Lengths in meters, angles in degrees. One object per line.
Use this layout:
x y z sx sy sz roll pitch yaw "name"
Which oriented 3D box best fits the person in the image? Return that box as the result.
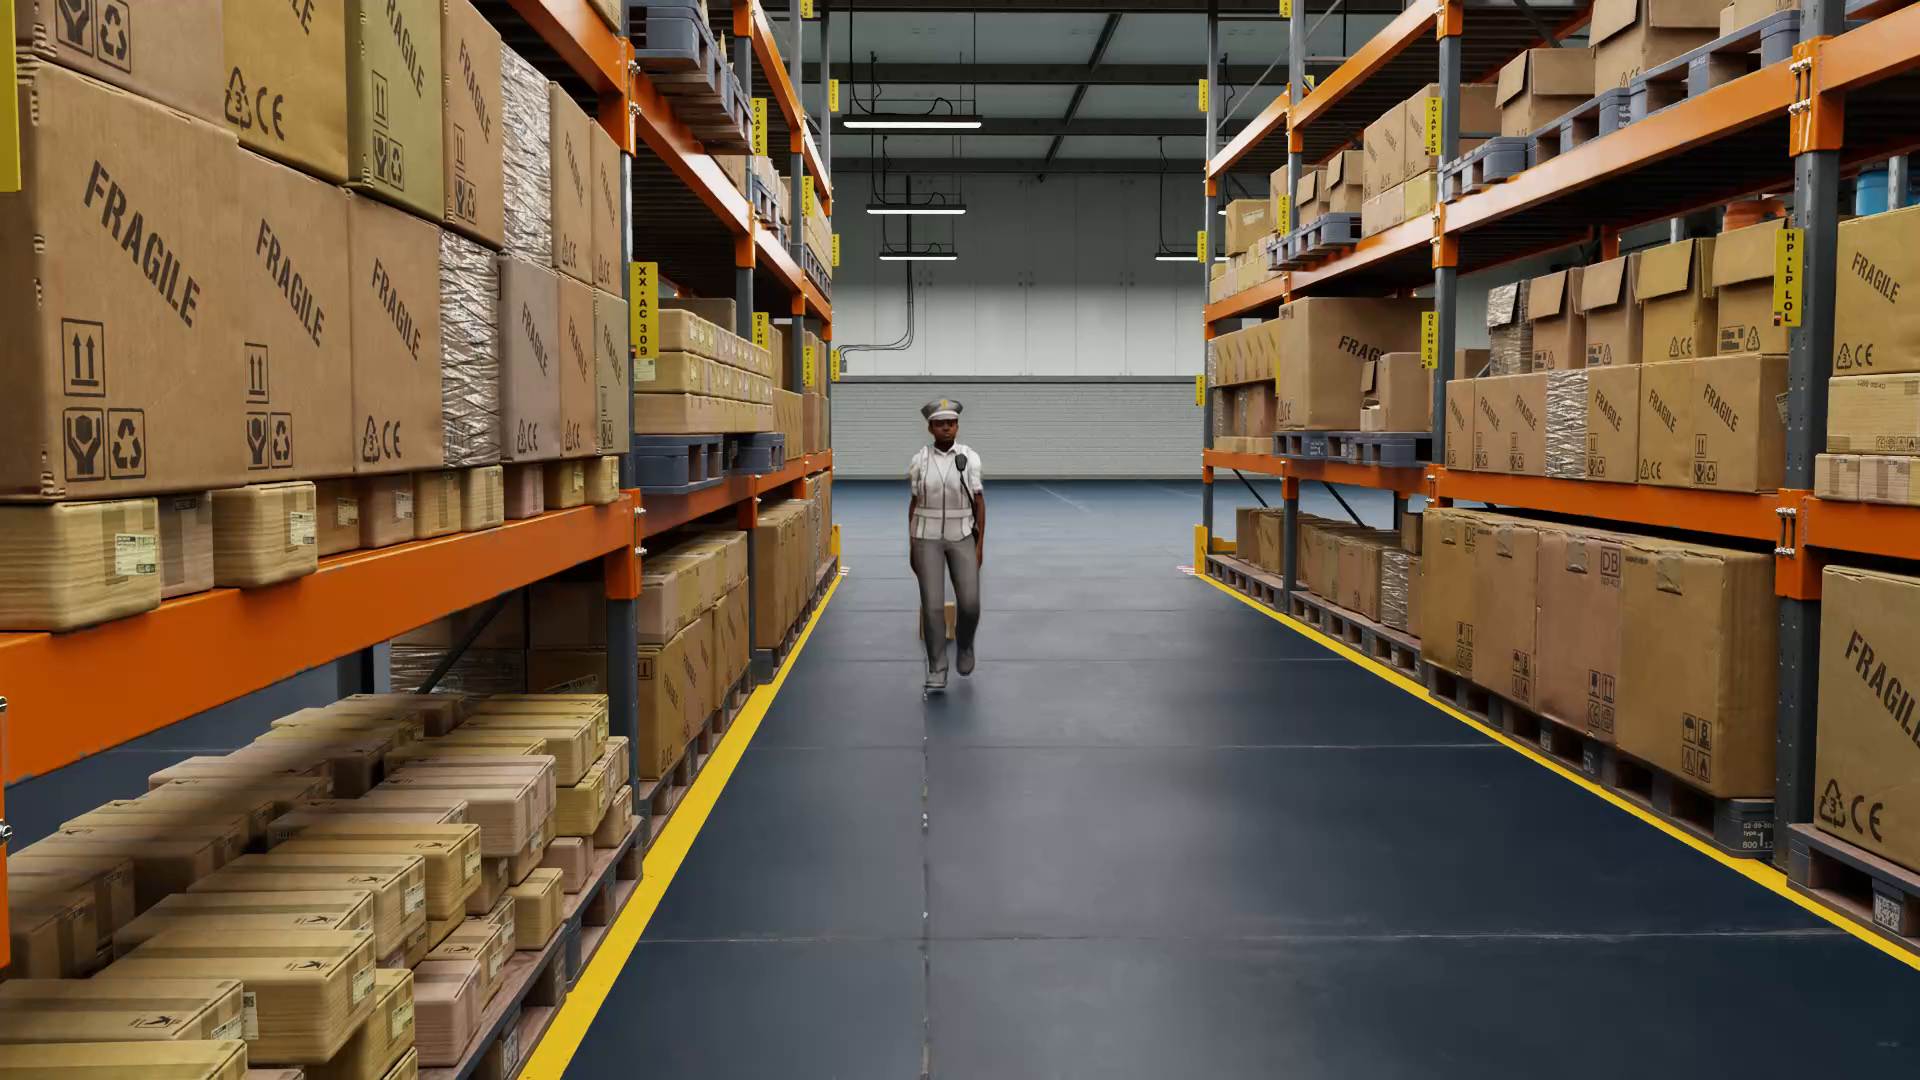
-0.076 0.010 9.770 0.448 1.676 0.533 0 4 2 "person"
